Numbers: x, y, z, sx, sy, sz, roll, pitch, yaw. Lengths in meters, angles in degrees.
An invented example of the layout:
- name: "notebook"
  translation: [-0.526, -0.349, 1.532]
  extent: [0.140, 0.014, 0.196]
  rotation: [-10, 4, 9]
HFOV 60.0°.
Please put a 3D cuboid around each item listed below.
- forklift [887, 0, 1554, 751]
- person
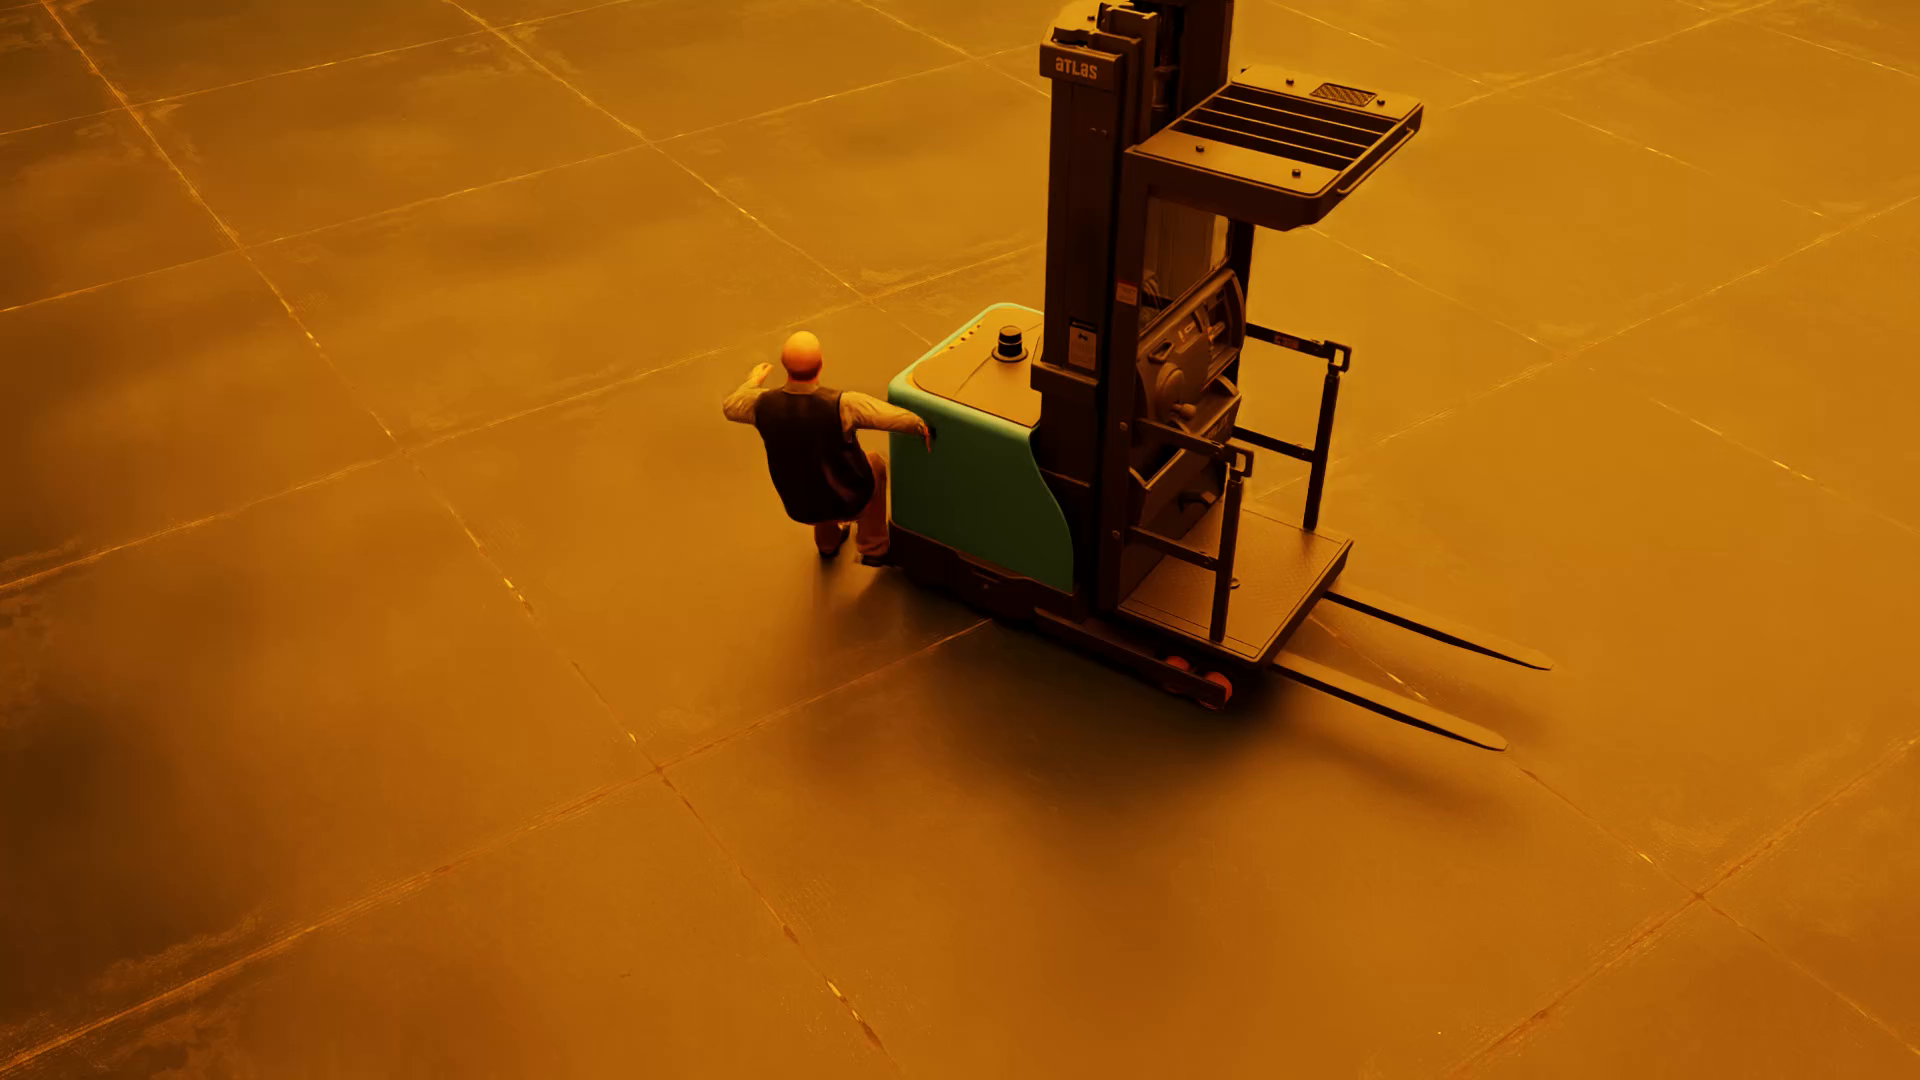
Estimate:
- name: "forklift"
  translation: [1.164, -0.790, 7.013]
  extent: [3.031, 2.935, 1.130]
  rotation: [21, 42, 26]
- name: "person"
  translation: [-0.598, -0.413, 7.727]
  extent: [0.940, 1.487, 0.872]
  rotation: [1, 36, 2]
